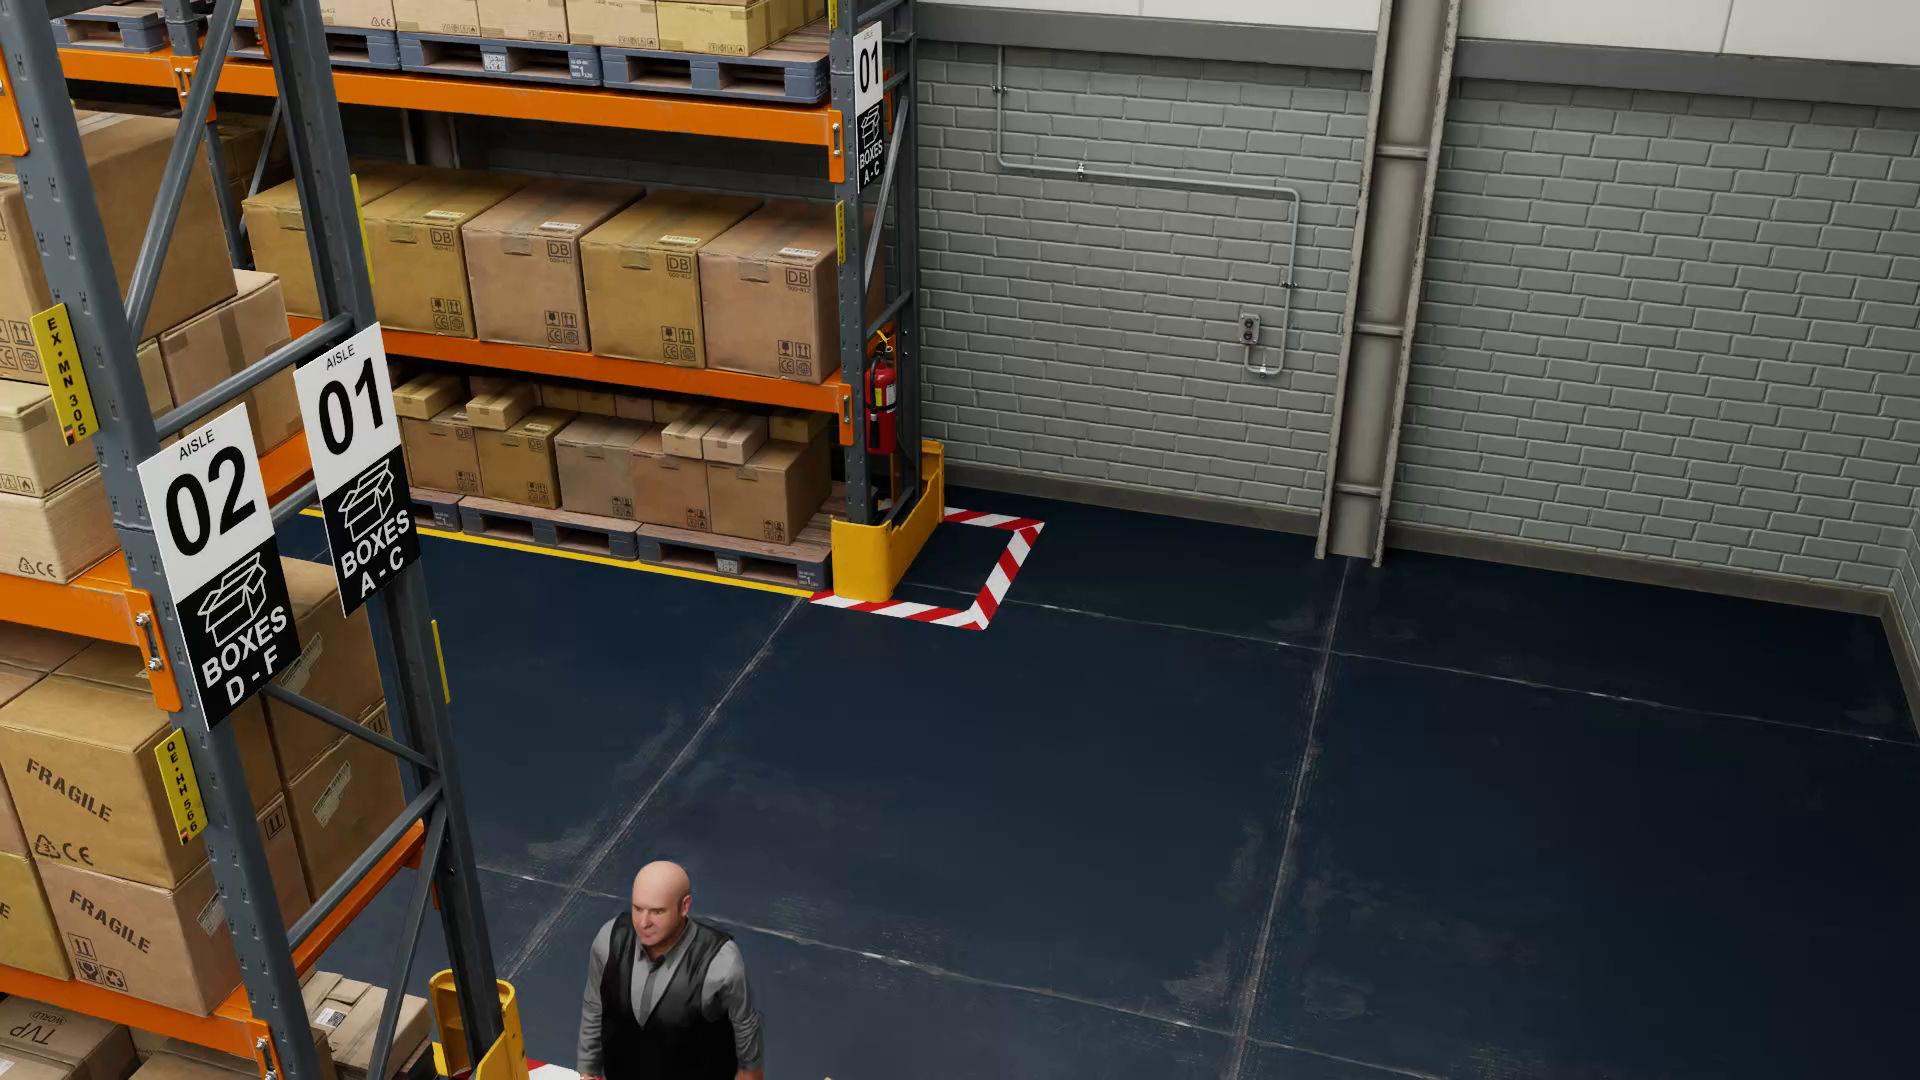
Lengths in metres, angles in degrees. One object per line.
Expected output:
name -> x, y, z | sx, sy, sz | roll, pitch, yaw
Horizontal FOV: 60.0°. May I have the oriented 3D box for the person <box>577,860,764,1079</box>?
person -> -0.968, 1.766, 5.349 | 0.546, 1.671, 1.031 | 12, 31, 20
